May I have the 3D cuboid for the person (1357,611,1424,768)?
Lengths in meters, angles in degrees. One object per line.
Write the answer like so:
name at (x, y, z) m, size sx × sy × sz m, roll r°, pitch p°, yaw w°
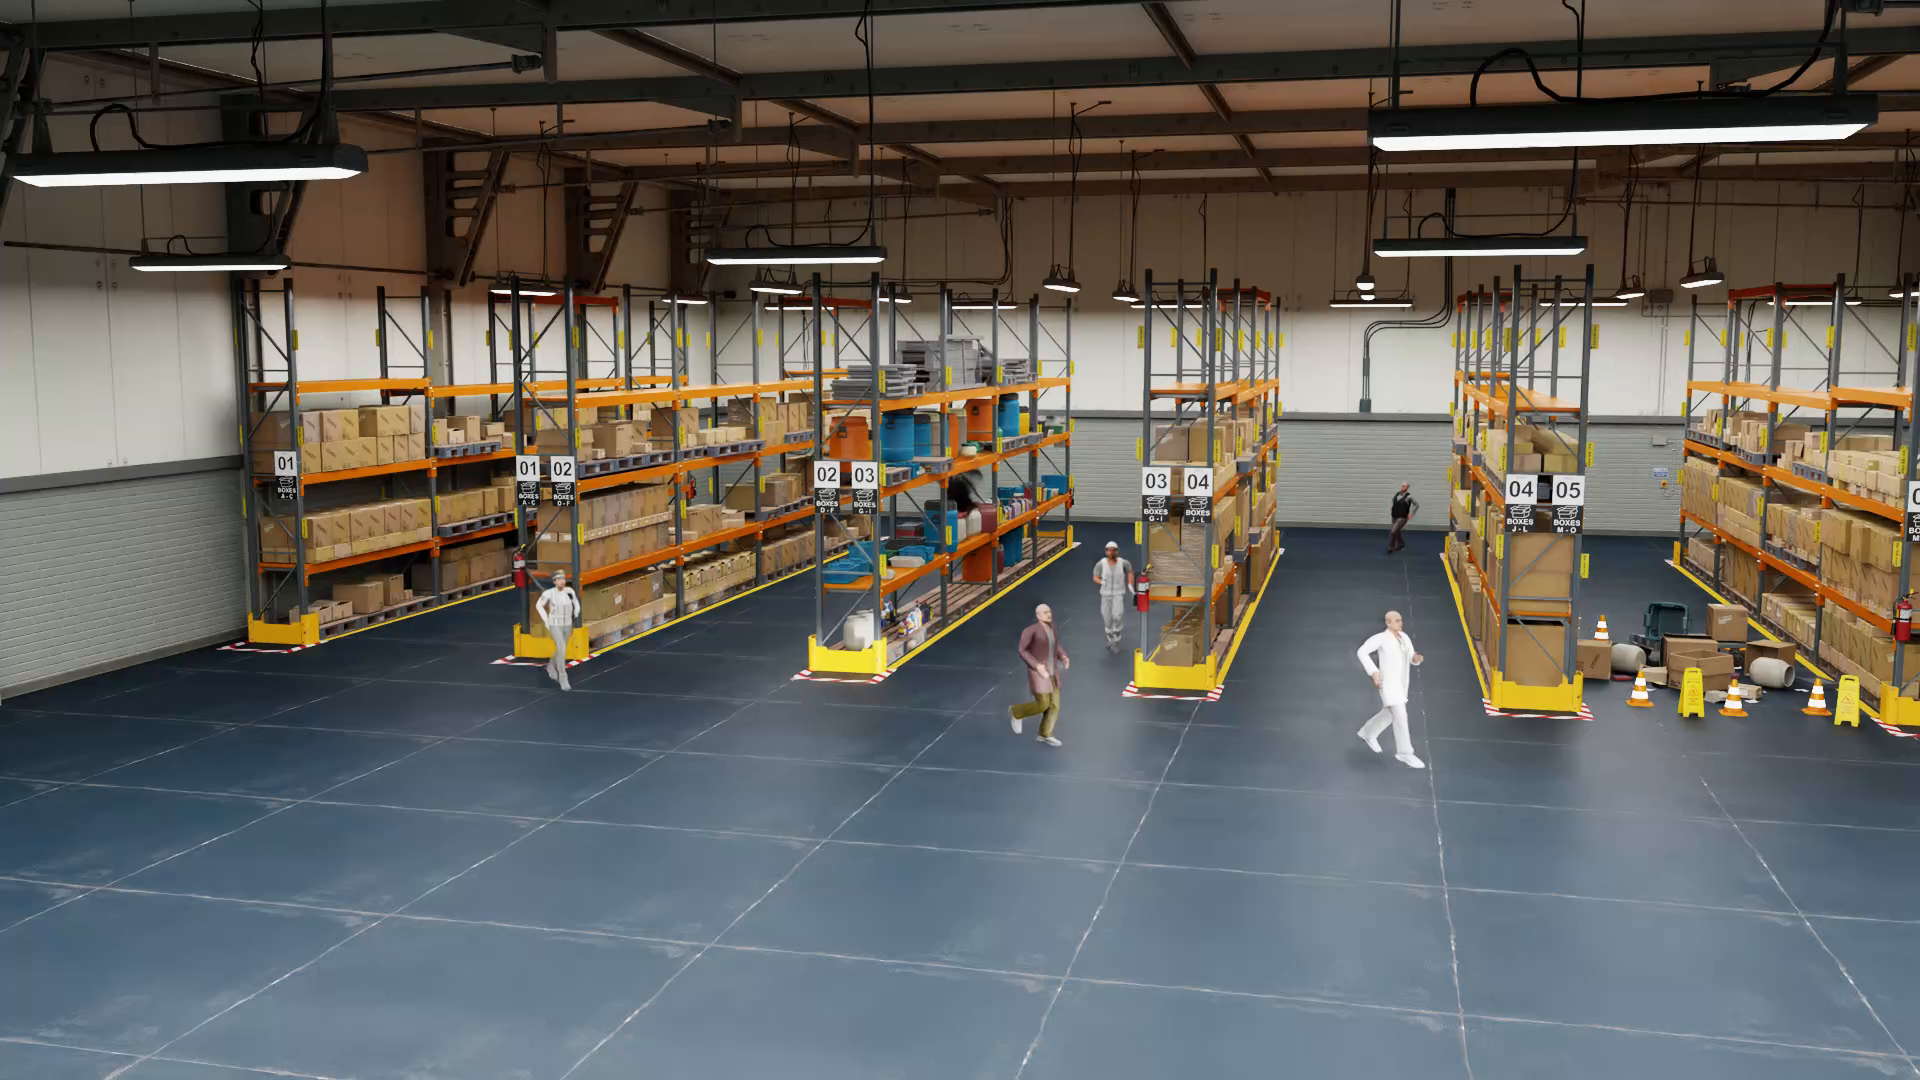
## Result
person at (5.139, 1.828, 19.769) m, size 0.696 × 1.587 × 1.039 m, roll -6°, pitch 9°, yaw -40°

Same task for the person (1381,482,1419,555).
person at (10.297, -0.506, 38.880) m, size 0.830 × 1.708 × 0.707 m, roll -4°, pitch 8°, yaw -32°

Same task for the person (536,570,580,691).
person at (-5.813, 1.268, 24.165) m, size 0.611 × 1.733 × 0.794 m, roll -6°, pitch 9°, yaw -42°

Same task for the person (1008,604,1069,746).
person at (0.999, 1.680, 20.796) m, size 0.743 × 1.724 × 0.712 m, roll 7°, pitch 10°, yaw 44°

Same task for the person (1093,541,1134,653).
person at (2.453, 0.914, 26.666) m, size 0.641 × 1.796 × 0.803 m, roll 1°, pitch 7°, yaw 11°
